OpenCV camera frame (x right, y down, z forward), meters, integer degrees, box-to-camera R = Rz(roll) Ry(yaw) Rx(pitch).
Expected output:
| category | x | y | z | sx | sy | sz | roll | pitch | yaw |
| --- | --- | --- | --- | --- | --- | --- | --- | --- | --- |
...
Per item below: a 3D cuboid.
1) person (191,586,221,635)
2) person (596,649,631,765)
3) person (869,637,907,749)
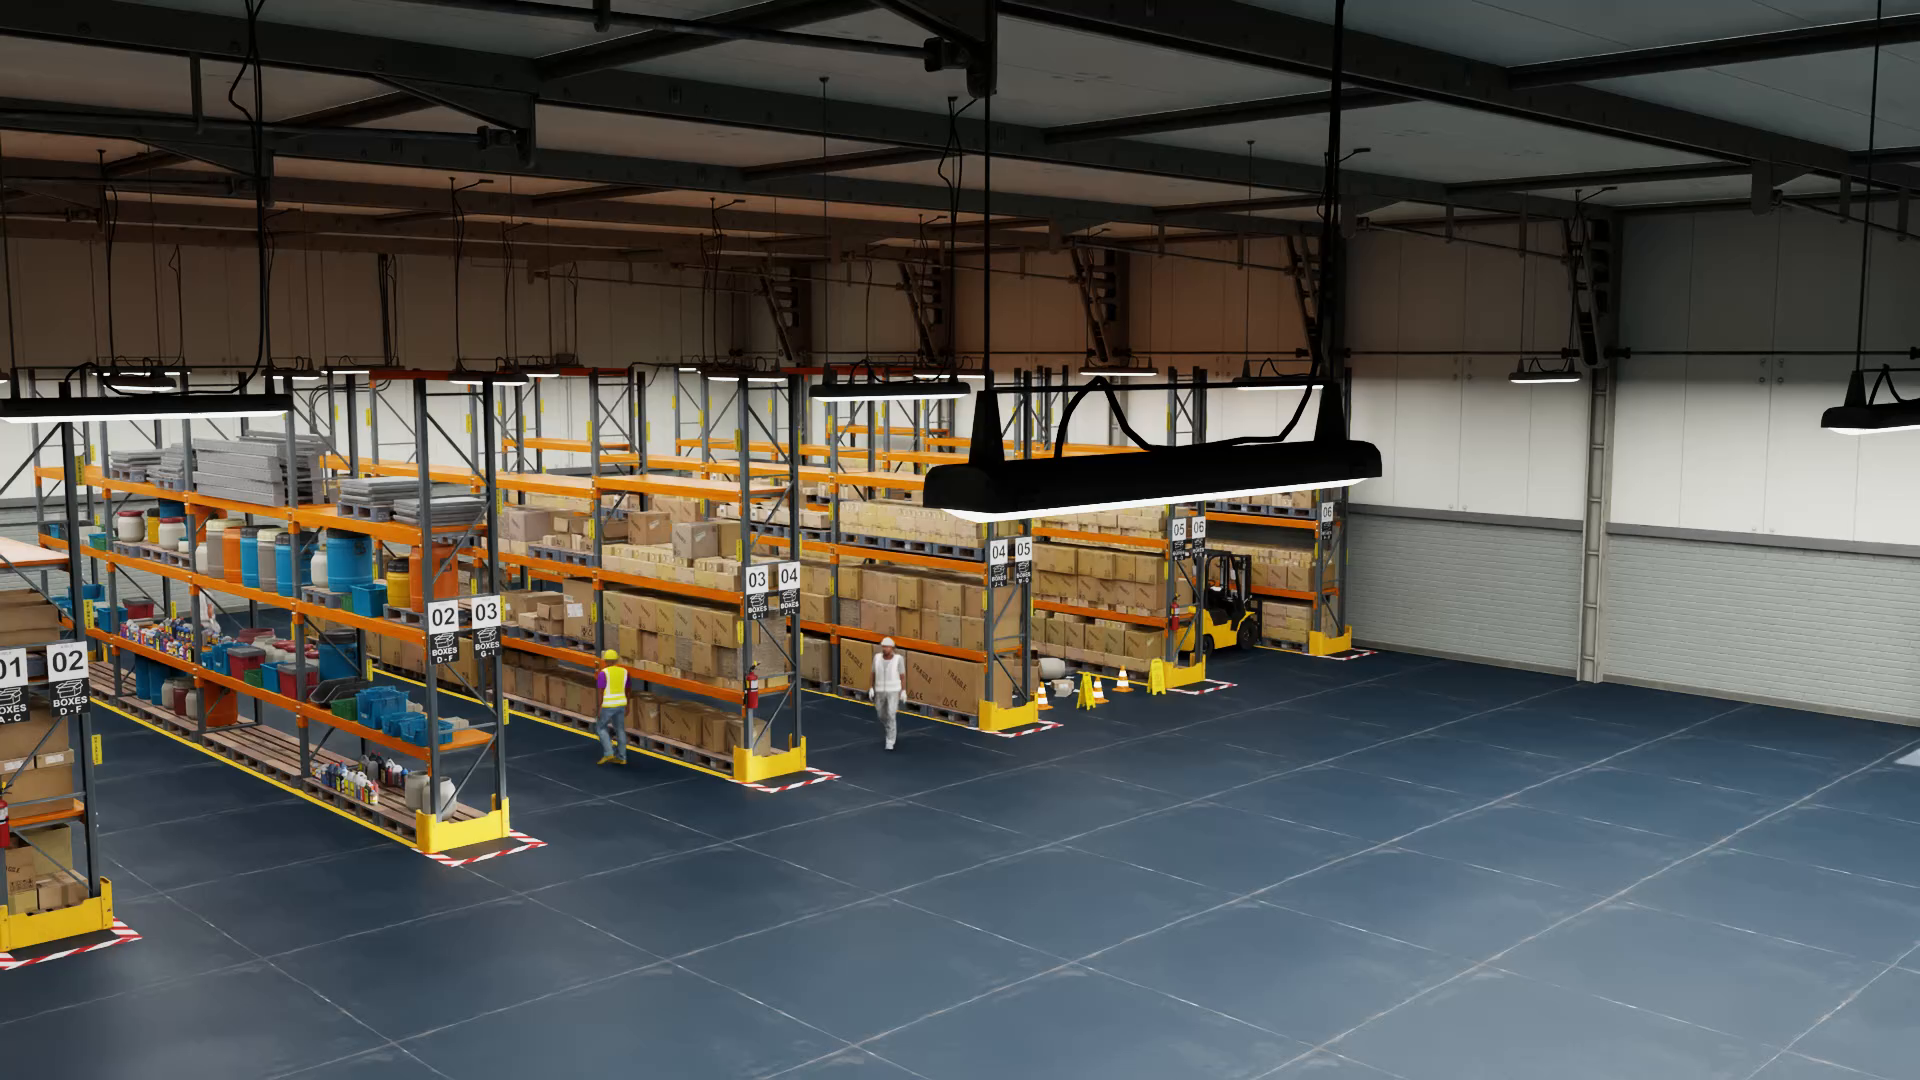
| category | x | y | z | sx | sy | sz | roll | pitch | yaw |
| --- | --- | --- | --- | --- | --- | --- | --- | --- | --- |
| person | -15.299 | 1.642 | 33.635 | 0.530 | 1.771 | 0.532 | 0 | 6 | -3 |
| person | -5.315 | 2.574 | 25.579 | 0.506 | 1.774 | 0.580 | 6 | 9 | 41 |
| person | -1.152 | 2.430 | 26.813 | 0.603 | 1.764 | 0.903 | 2 | 7 | 18 |
